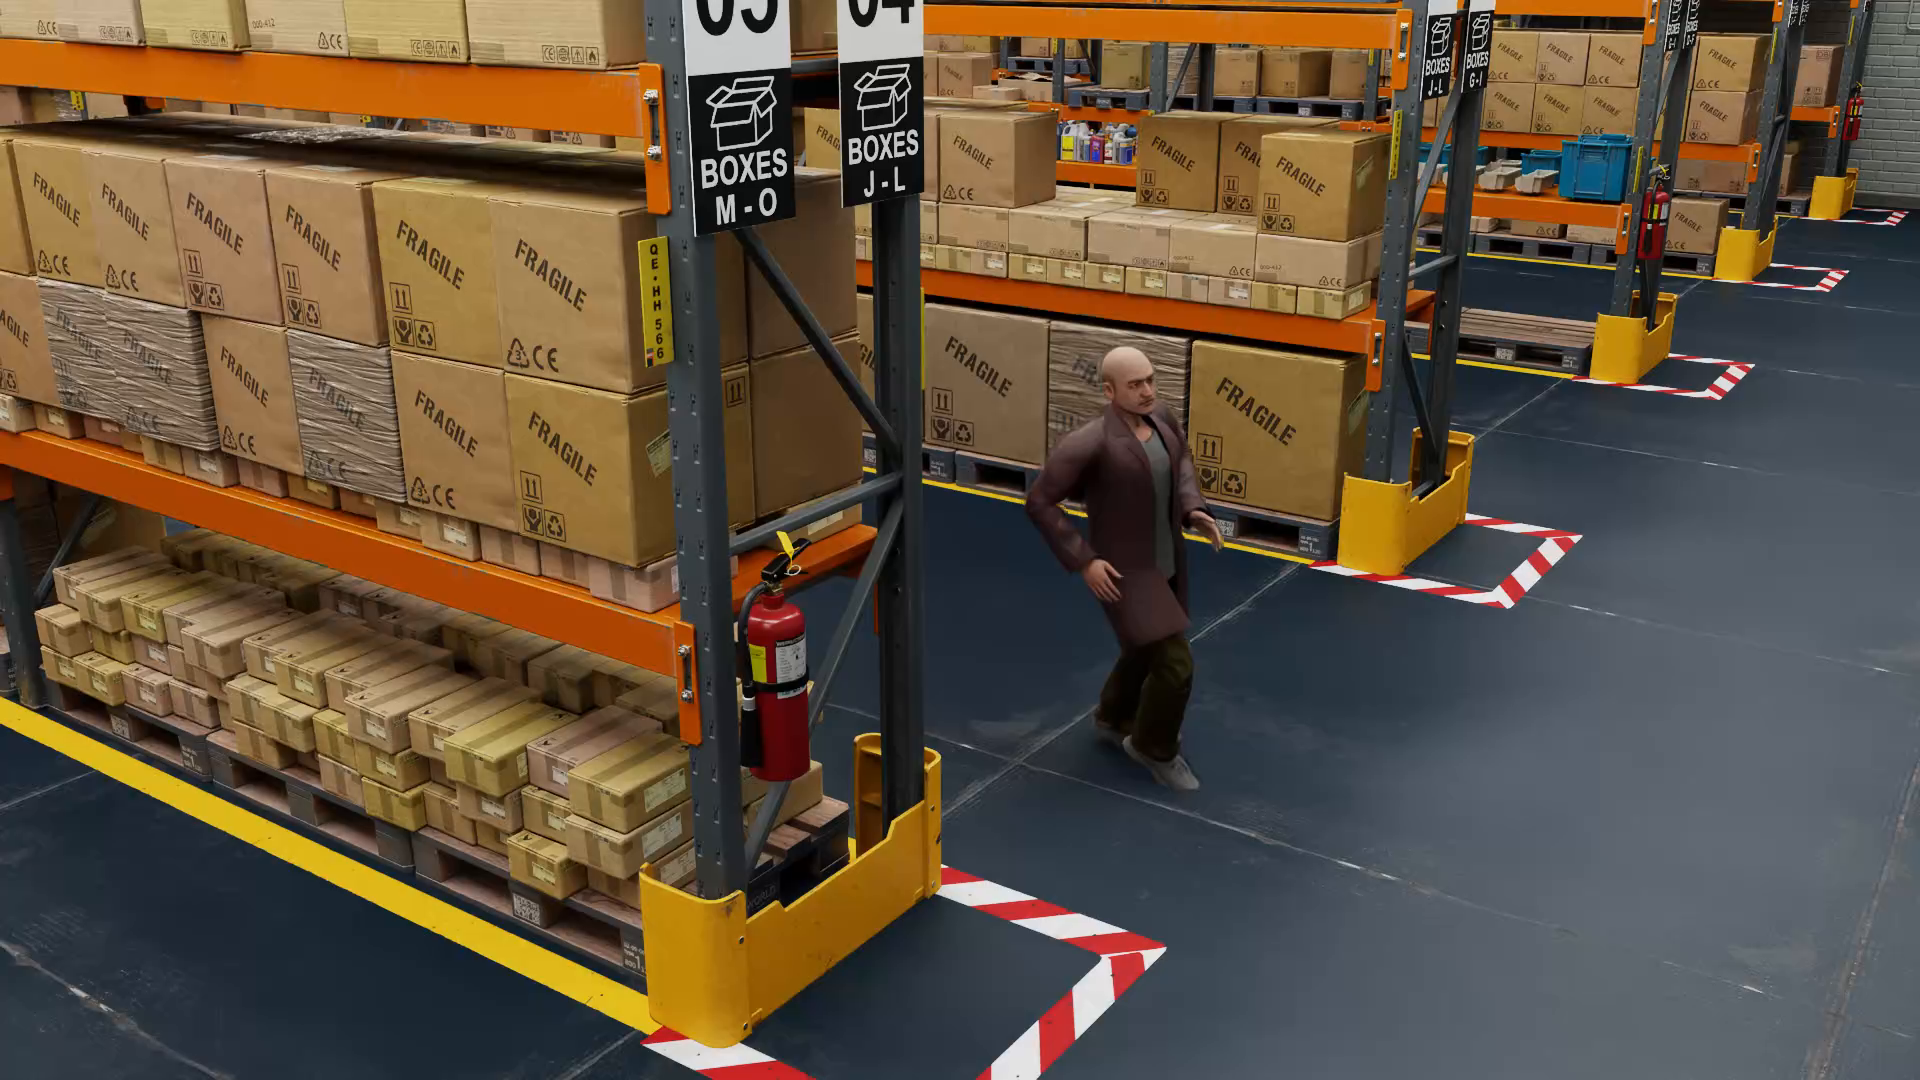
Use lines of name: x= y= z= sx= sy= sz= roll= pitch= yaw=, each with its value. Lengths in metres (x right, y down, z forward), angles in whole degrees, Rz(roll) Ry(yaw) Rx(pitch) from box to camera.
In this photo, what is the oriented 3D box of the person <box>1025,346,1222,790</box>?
person: x=0.628 y=0.149 z=6.275 sx=0.611 sy=1.813 sz=0.790 roll=17 pitch=26 yaw=40
